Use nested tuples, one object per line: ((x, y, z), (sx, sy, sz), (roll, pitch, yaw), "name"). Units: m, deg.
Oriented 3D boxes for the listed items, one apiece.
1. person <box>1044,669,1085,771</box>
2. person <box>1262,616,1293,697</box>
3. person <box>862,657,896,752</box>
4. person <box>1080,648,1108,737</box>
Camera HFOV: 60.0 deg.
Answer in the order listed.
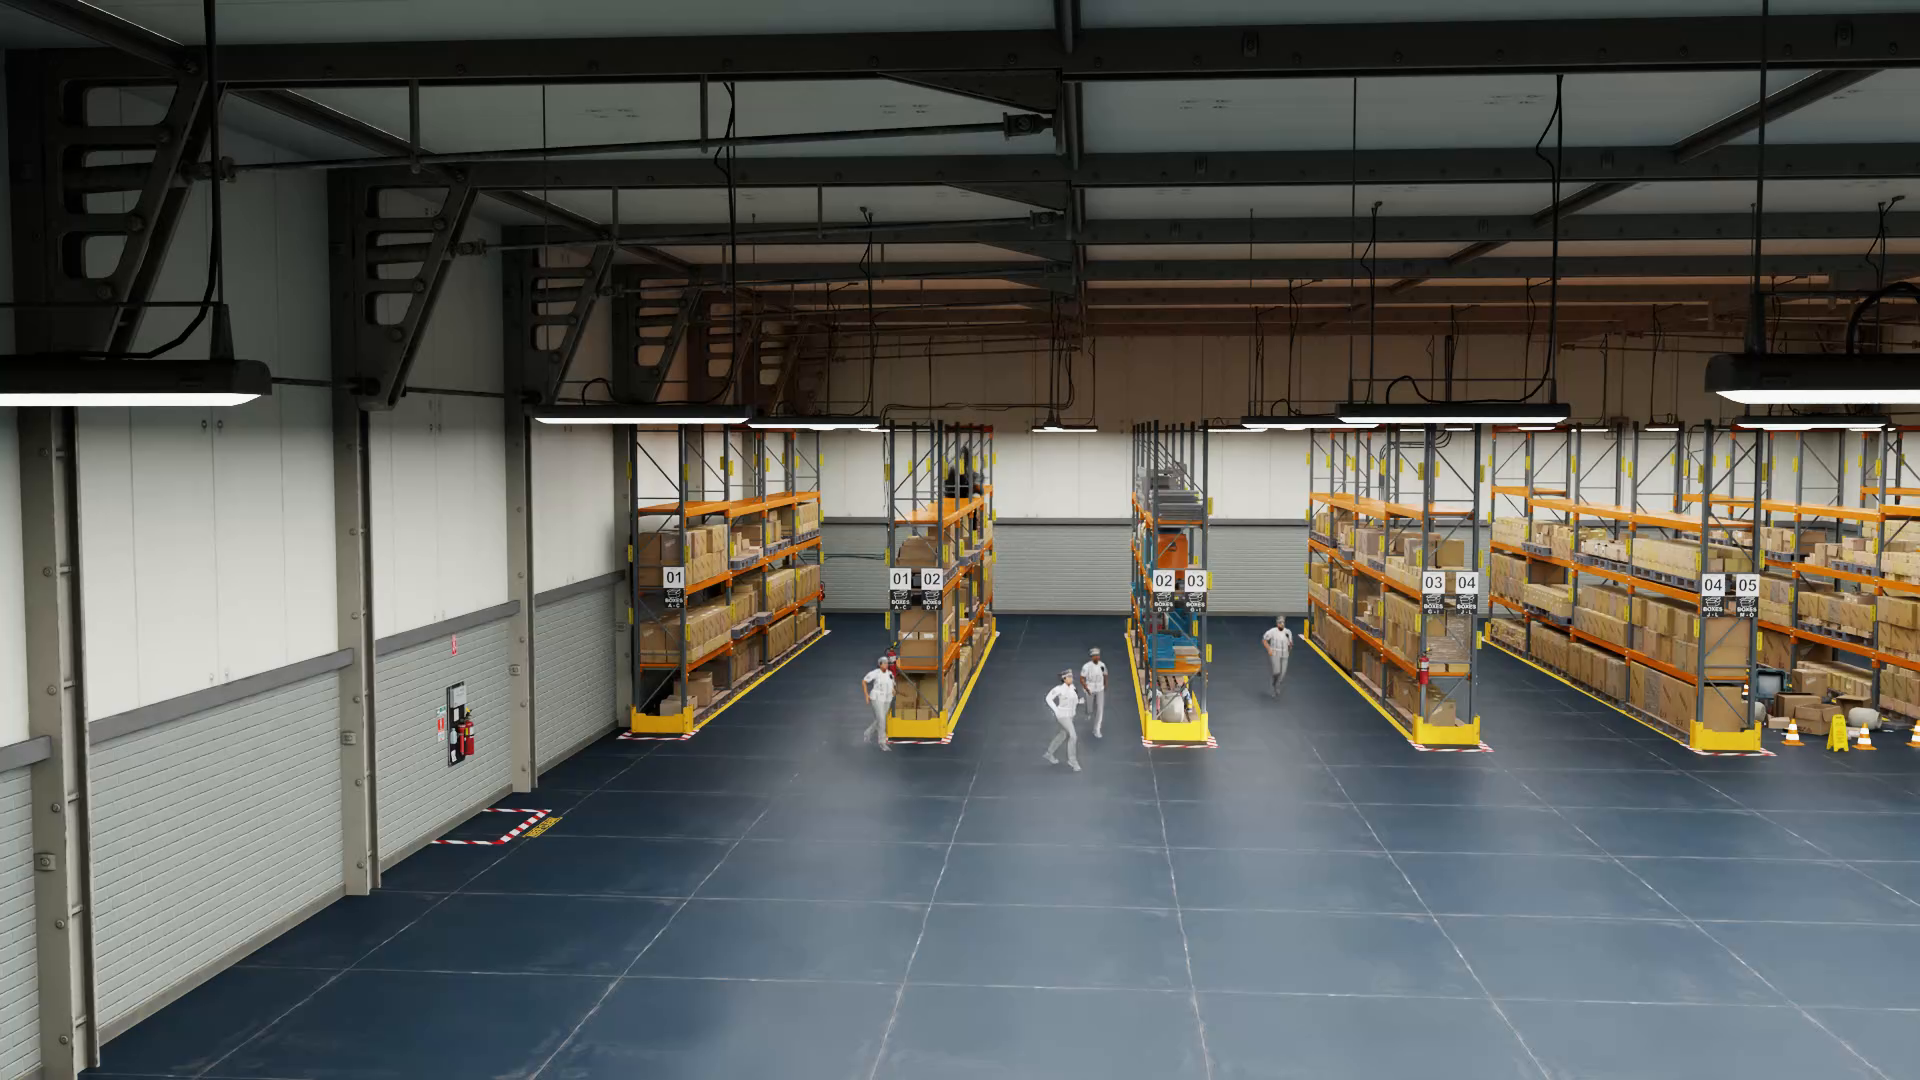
((1.801, 3.074, 28.610), (0.775, 1.754, 0.584), (2, 4, 33), "person")
((6.998, 2.549, 36.378), (0.634, 1.783, 0.690), (-1, 4, -10), "person")
((-1.416, 2.972, 30.424), (0.630, 1.657, 0.859), (-3, 5, -39), "person")
((2.580, 2.898, 31.879), (0.568, 1.683, 0.869), (0, 4, -4), "person")
